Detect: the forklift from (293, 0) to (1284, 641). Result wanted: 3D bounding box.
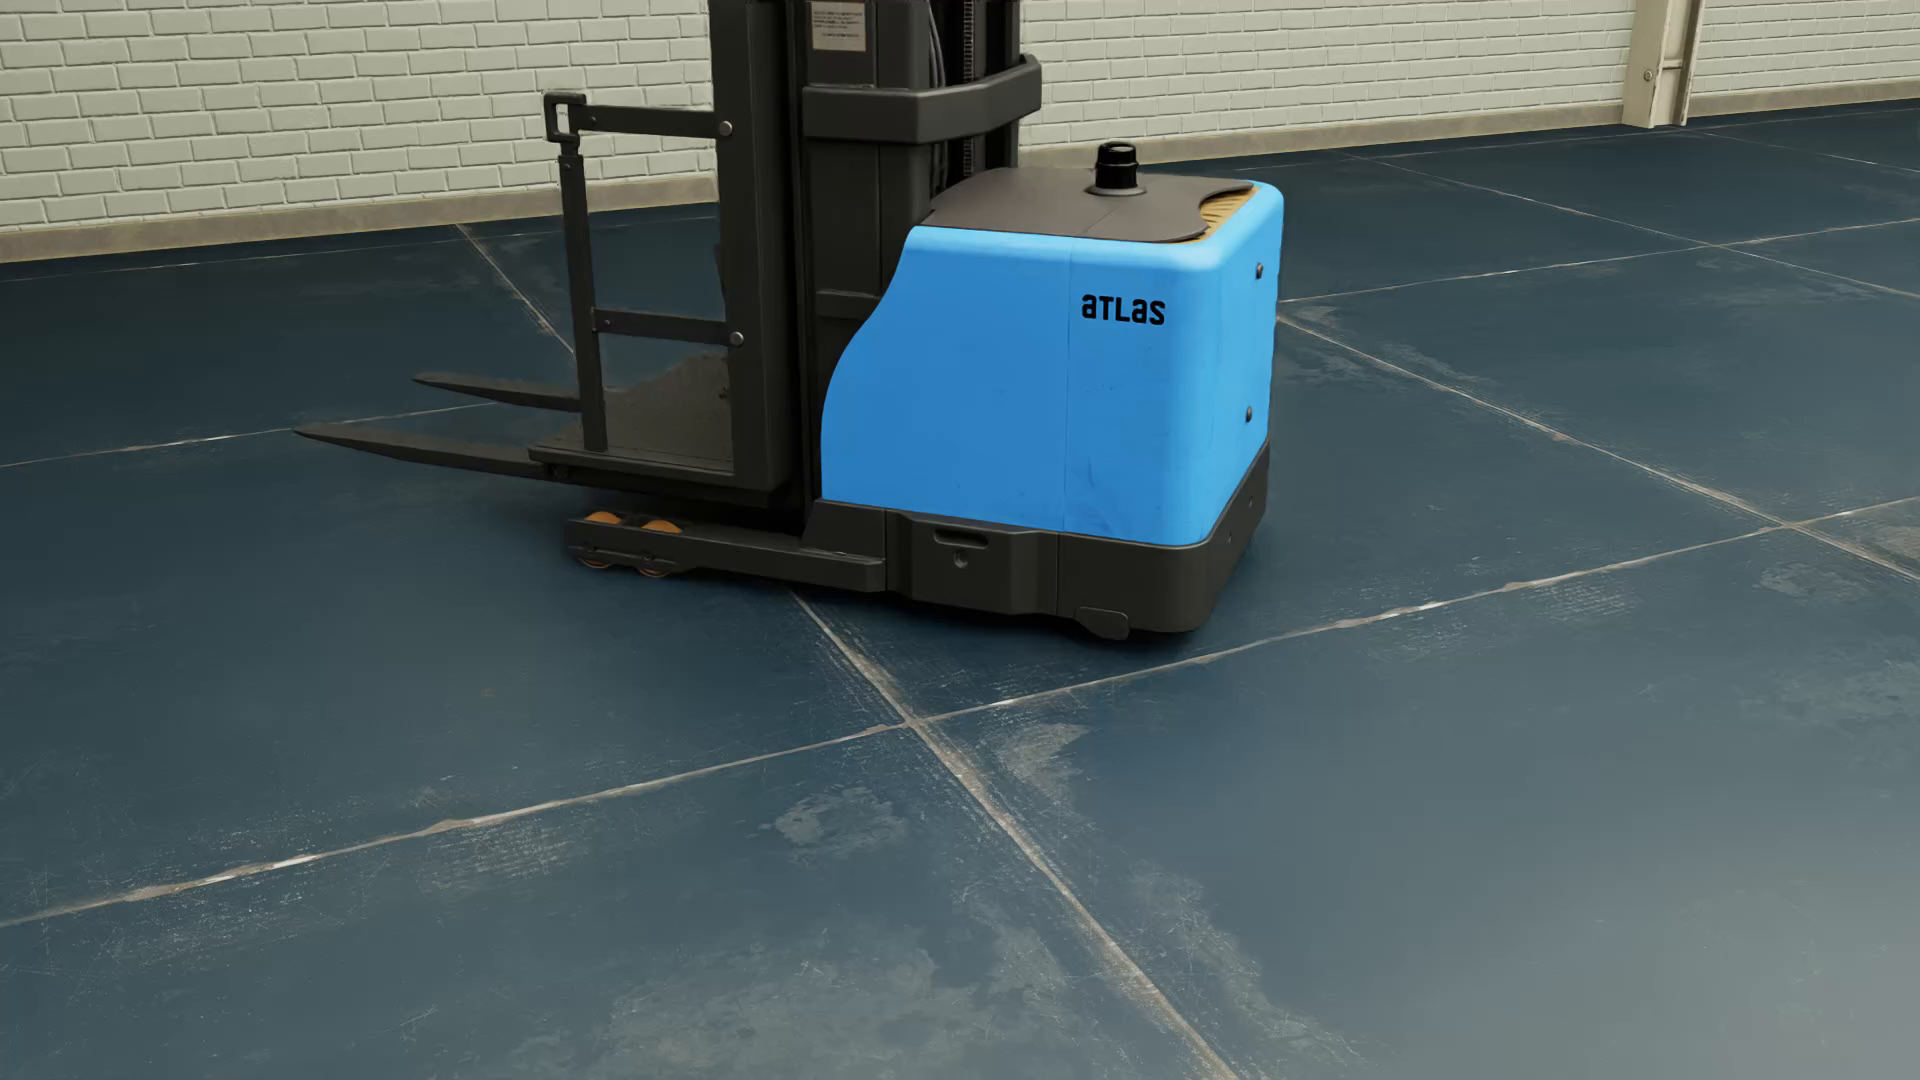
[{"bbox_3d":[-0.628,-1.422,4.710,3.031,2.935,1.130,8,24,19],"label":"forklift"}]
